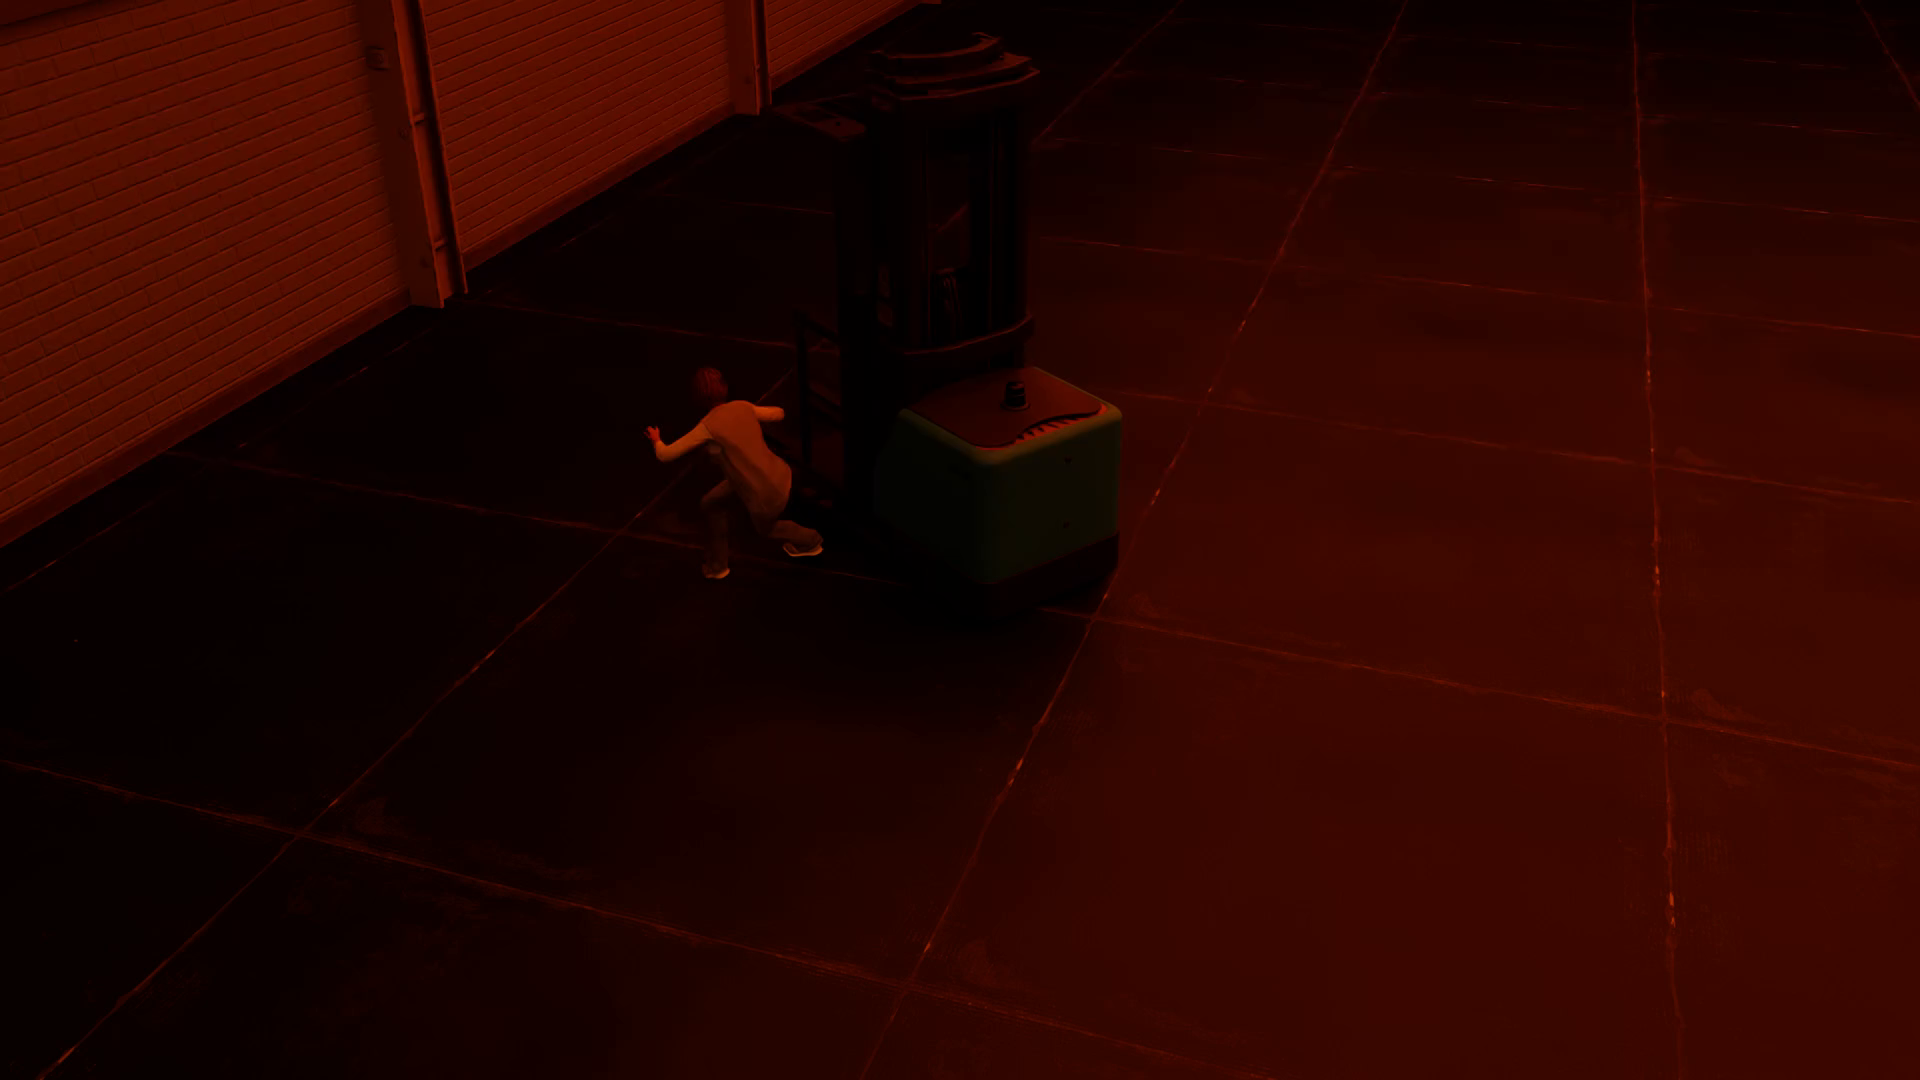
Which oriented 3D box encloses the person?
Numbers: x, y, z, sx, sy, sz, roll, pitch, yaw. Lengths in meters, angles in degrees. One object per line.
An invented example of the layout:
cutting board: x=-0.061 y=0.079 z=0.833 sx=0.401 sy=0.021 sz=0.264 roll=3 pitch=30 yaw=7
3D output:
person: x=-1.297 y=-0.383 z=9.369 sx=0.871 sy=1.366 sz=0.845 roll=7 pitch=30 yaw=12

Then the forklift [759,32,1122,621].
forklift: x=-0.384 y=-1.493 z=9.756 sx=1.130 sy=2.935 sz=3.031 roll=-21 pitch=36 yaw=-32
